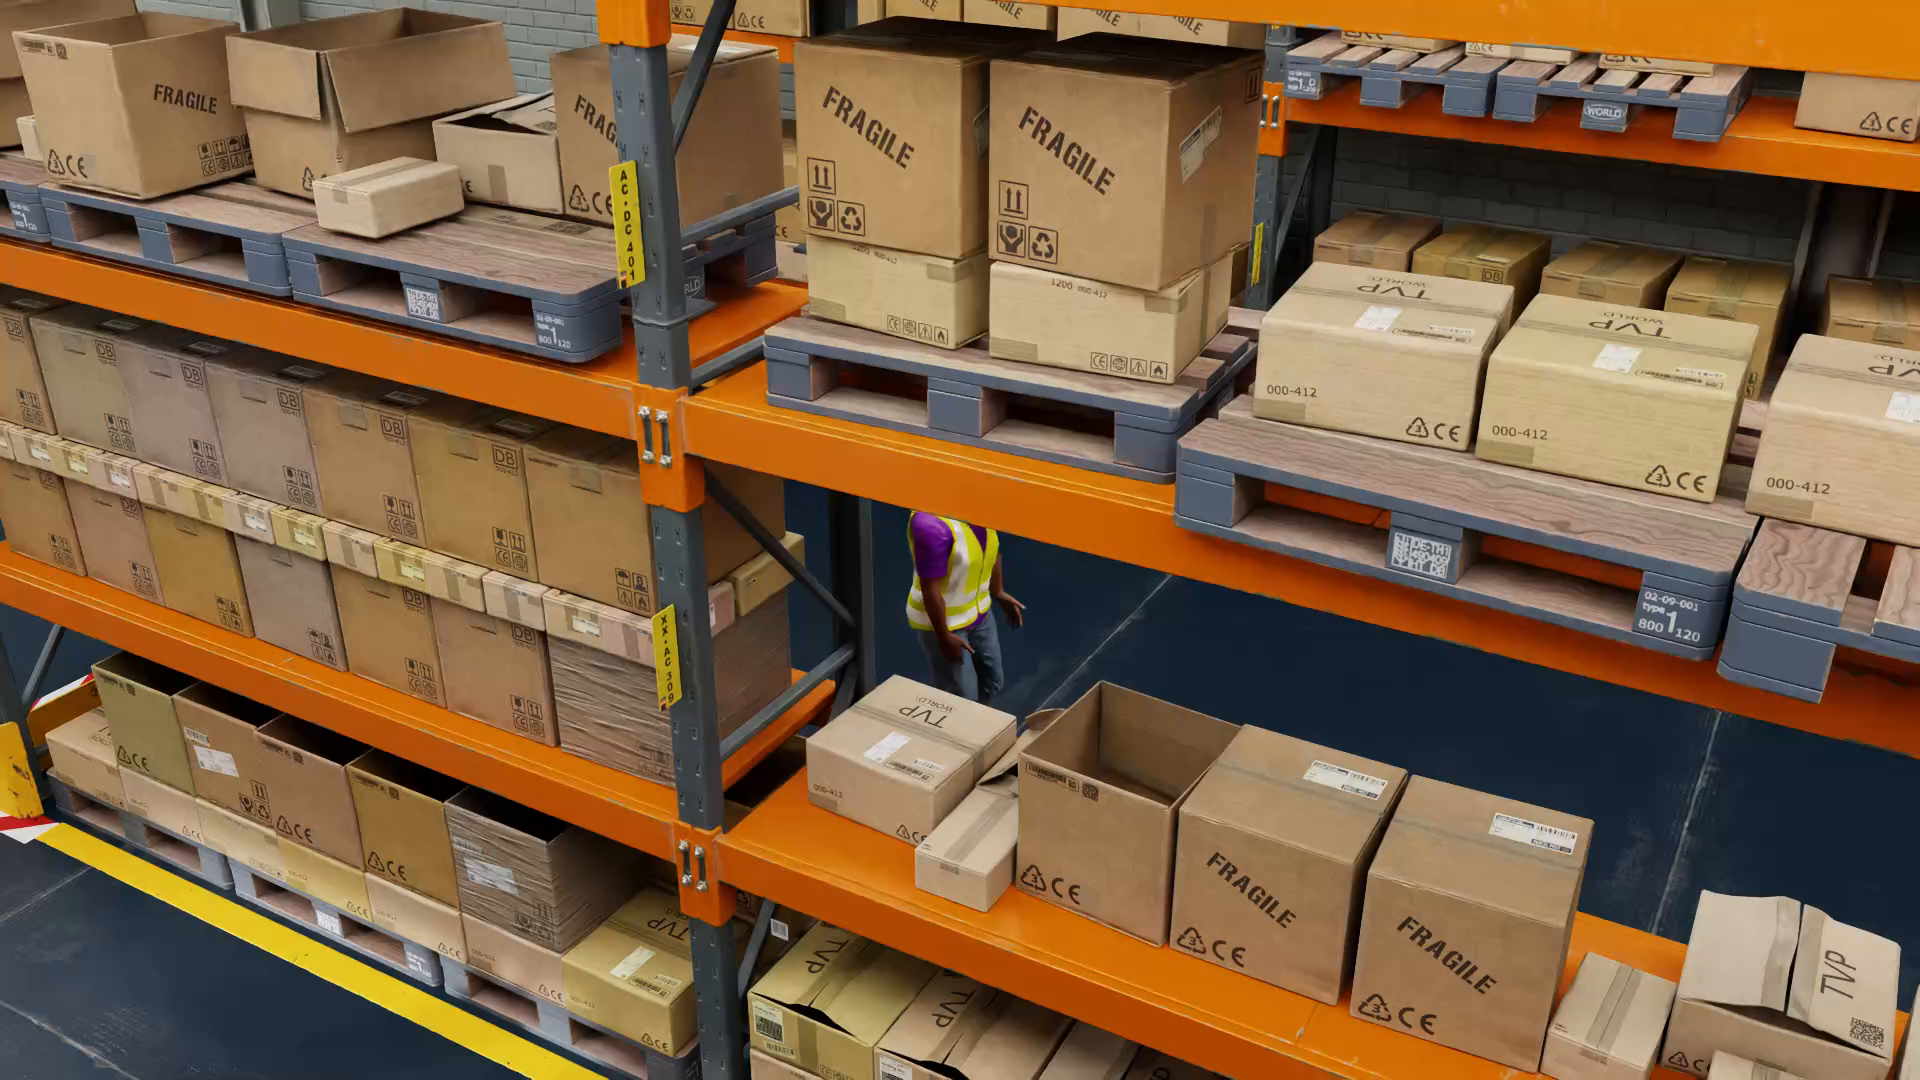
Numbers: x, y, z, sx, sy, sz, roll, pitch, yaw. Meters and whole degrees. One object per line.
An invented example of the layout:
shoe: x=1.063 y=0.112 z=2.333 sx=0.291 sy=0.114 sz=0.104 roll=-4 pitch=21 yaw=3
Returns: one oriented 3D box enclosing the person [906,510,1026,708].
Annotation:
person: x=0.019 y=0.347 z=7.509 sx=0.438 sy=1.726 sz=0.588 roll=15 pitch=30 yaw=27
